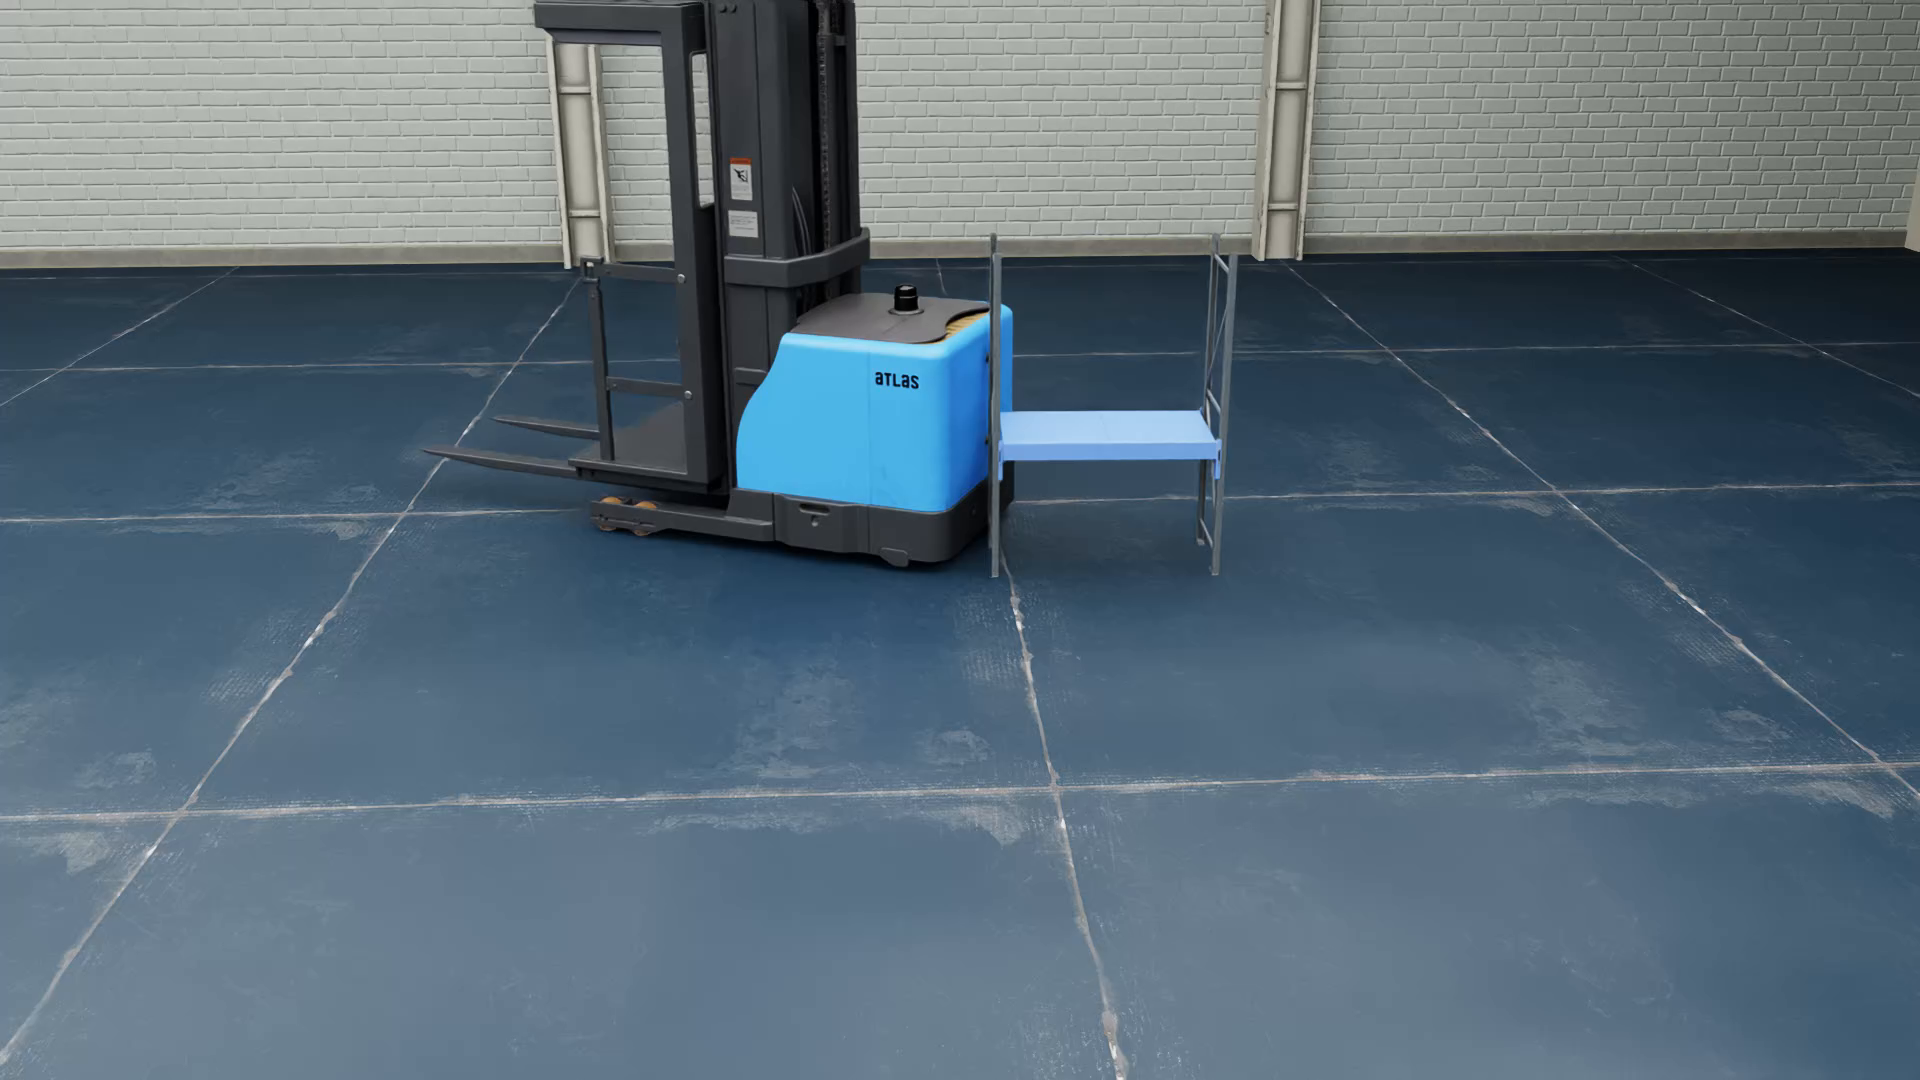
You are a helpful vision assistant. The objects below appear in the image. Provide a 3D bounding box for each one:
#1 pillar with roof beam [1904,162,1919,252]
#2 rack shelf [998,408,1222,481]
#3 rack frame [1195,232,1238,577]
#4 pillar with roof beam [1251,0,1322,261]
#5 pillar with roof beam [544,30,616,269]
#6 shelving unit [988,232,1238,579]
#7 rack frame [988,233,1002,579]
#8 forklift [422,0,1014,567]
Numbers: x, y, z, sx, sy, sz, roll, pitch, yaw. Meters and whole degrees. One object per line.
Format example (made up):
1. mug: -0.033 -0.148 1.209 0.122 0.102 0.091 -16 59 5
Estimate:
1. pillar with roof beam: 9.032 -5.299 9.393 0.400 9.000 9.100 -1 21 -3
2. rack shelf: 0.665 -0.448 7.695 1.000 0.185 0.538 0 21 -1
3. rack frame: 1.174 -0.620 7.641 0.032 1.500 0.500 0 21 -1
4. pillar with roof beam: 3.042 -5.177 9.072 0.400 9.000 9.100 -1 21 -3
5. pillar with roof beam: -2.949 -5.055 8.752 0.400 9.000 9.100 -1 21 -3
6. shelving unit: 0.665 -0.616 7.631 1.048 1.500 0.538 0 21 -1
7. rack frame: 0.157 -0.612 7.621 0.032 1.500 0.500 0 21 -1
8. forklift: -1.297 -1.555 8.085 3.031 2.935 1.130 8 22 19
